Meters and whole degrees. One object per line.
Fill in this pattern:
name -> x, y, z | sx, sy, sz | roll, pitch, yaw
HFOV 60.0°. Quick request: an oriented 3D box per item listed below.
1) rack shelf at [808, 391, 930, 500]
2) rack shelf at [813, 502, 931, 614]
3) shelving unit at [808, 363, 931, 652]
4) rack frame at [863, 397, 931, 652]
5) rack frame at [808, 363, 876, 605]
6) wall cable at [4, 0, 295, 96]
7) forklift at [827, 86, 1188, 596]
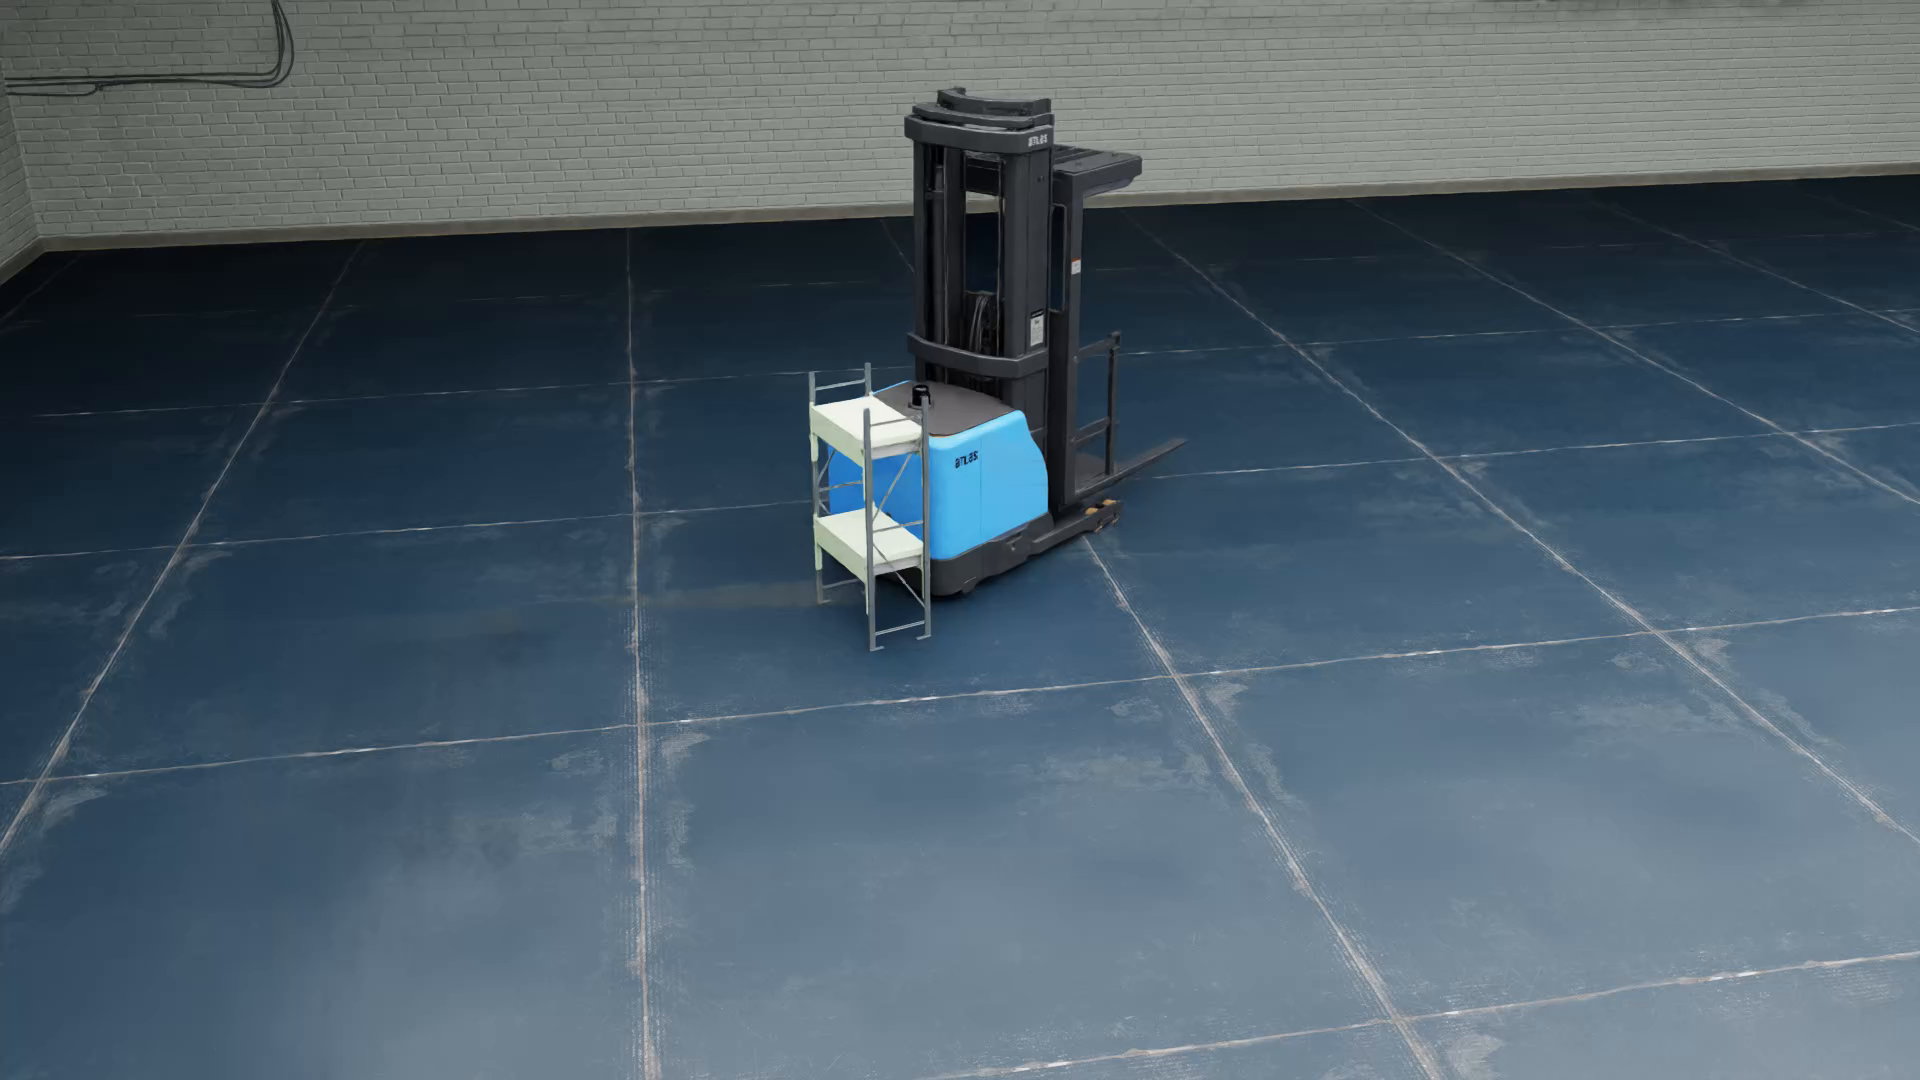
rack shelf -> -0.534, -0.559, 9.680 | 0.431, 0.370, 0.720 | -13, 27, -27
rack shelf -> -0.534, 0.098, 9.967 | 0.431, 0.370, 0.720 | -13, 27, -27
shelving unit -> -0.534, -0.201, 9.836 | 0.431, 1.500, 0.755 | -13, 27, -27
rack frame -> -0.356, -0.073, 9.544 | 0.400, 1.500, 0.023 | -13, 27, -27
rack frame -> -0.713, -0.329, 10.129 | 0.400, 1.500, 0.023 | -13, 27, -27
wall cable -> -8.846, -6.032, 17.697 | 3.097, 2.526, 0.112 | -4, 24, -10
forklift -> 0.476, -1.513, 11.053 | 1.130, 2.935, 3.031 | 19, 30, 36
